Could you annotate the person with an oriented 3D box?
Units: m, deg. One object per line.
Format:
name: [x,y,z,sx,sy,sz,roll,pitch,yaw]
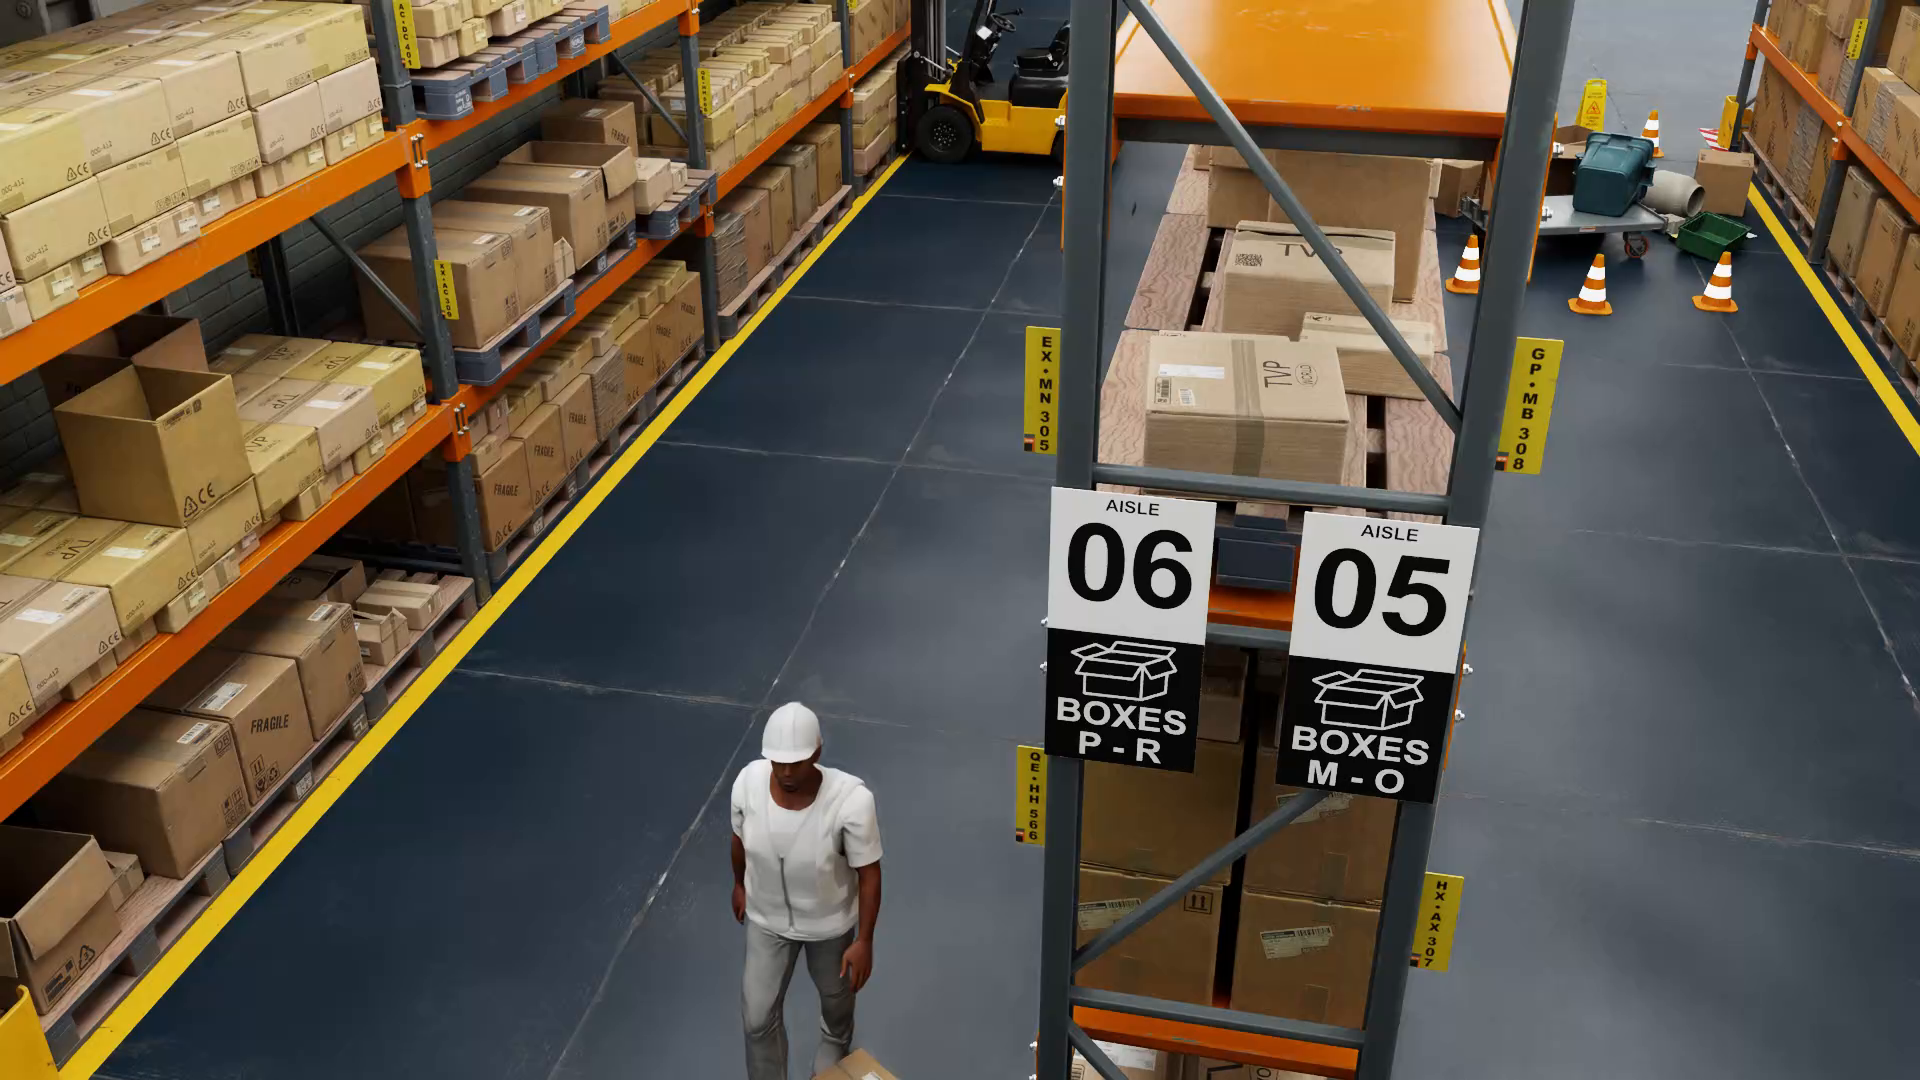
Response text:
person: [-0.589,1.413,6.018,0.626,1.797,0.755,5,29,9]
